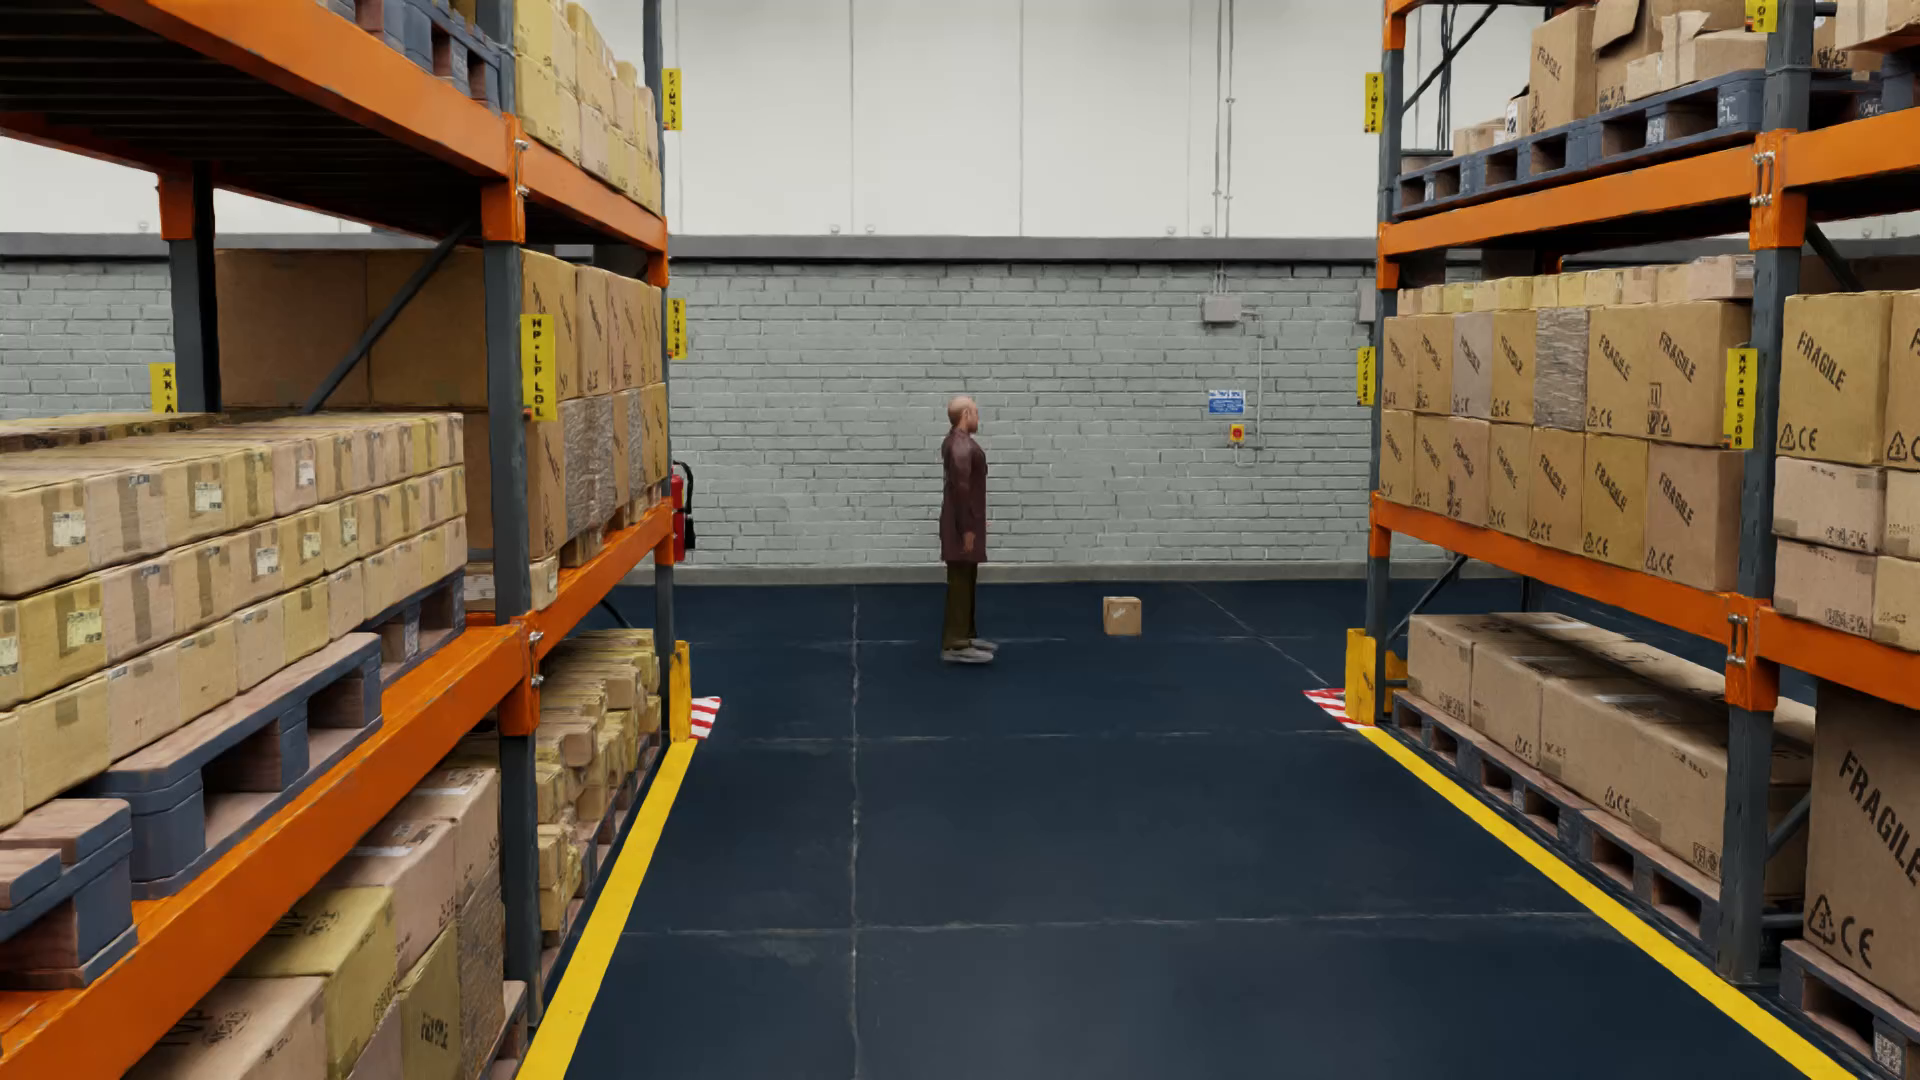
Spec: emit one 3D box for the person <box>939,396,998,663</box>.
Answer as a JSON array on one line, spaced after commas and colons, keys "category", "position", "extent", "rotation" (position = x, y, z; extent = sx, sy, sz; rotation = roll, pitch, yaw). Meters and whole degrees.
[{"category": "person", "position": [0.061, -0.085, 11.308], "extent": [0.425, 1.787, 0.619], "rotation": [-1, 7, -5]}]
